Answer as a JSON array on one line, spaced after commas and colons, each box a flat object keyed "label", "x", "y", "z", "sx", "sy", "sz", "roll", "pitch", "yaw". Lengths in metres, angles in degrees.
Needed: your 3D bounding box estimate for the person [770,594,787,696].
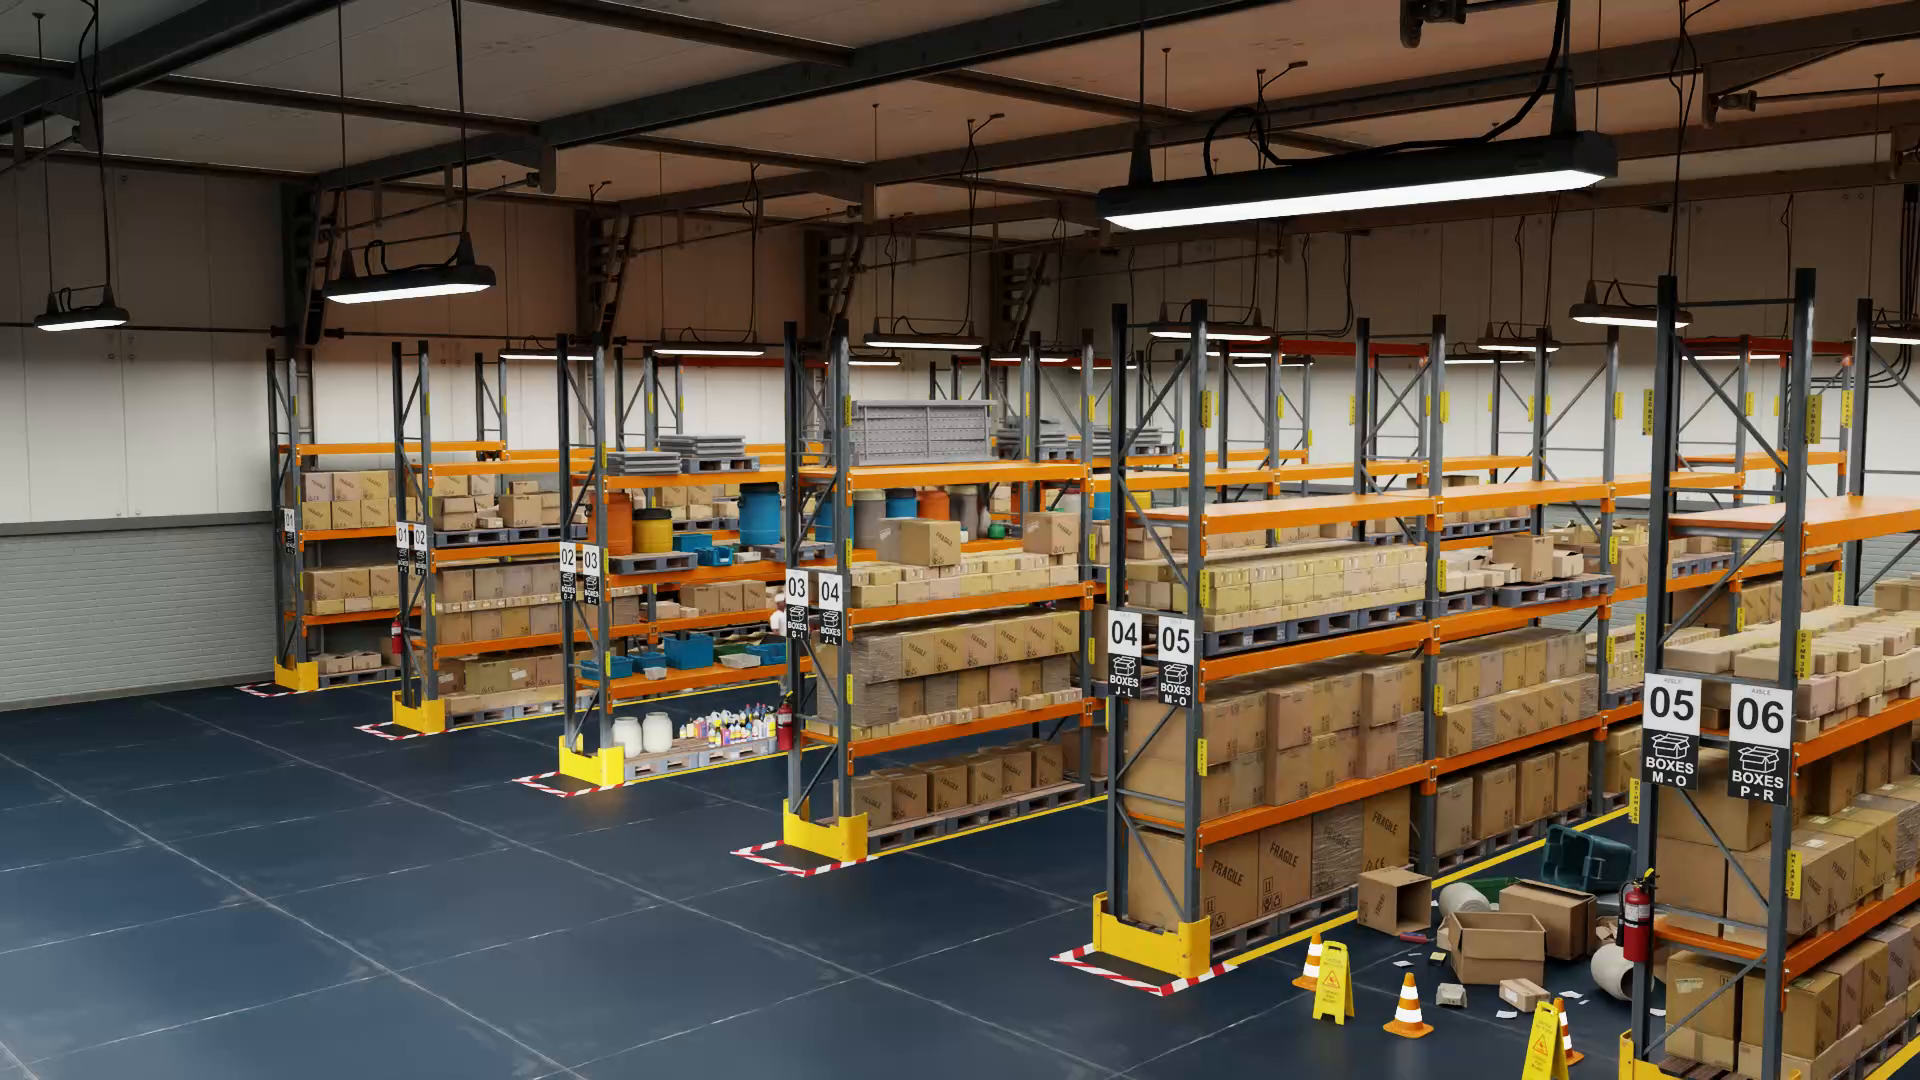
[{"label": "person", "x": -2.936, "y": 1.819, "z": 28.633, "sx": 0.670, "sy": 1.782, "sz": 0.645, "roll": -2, "pitch": 6, "yaw": -27}]
